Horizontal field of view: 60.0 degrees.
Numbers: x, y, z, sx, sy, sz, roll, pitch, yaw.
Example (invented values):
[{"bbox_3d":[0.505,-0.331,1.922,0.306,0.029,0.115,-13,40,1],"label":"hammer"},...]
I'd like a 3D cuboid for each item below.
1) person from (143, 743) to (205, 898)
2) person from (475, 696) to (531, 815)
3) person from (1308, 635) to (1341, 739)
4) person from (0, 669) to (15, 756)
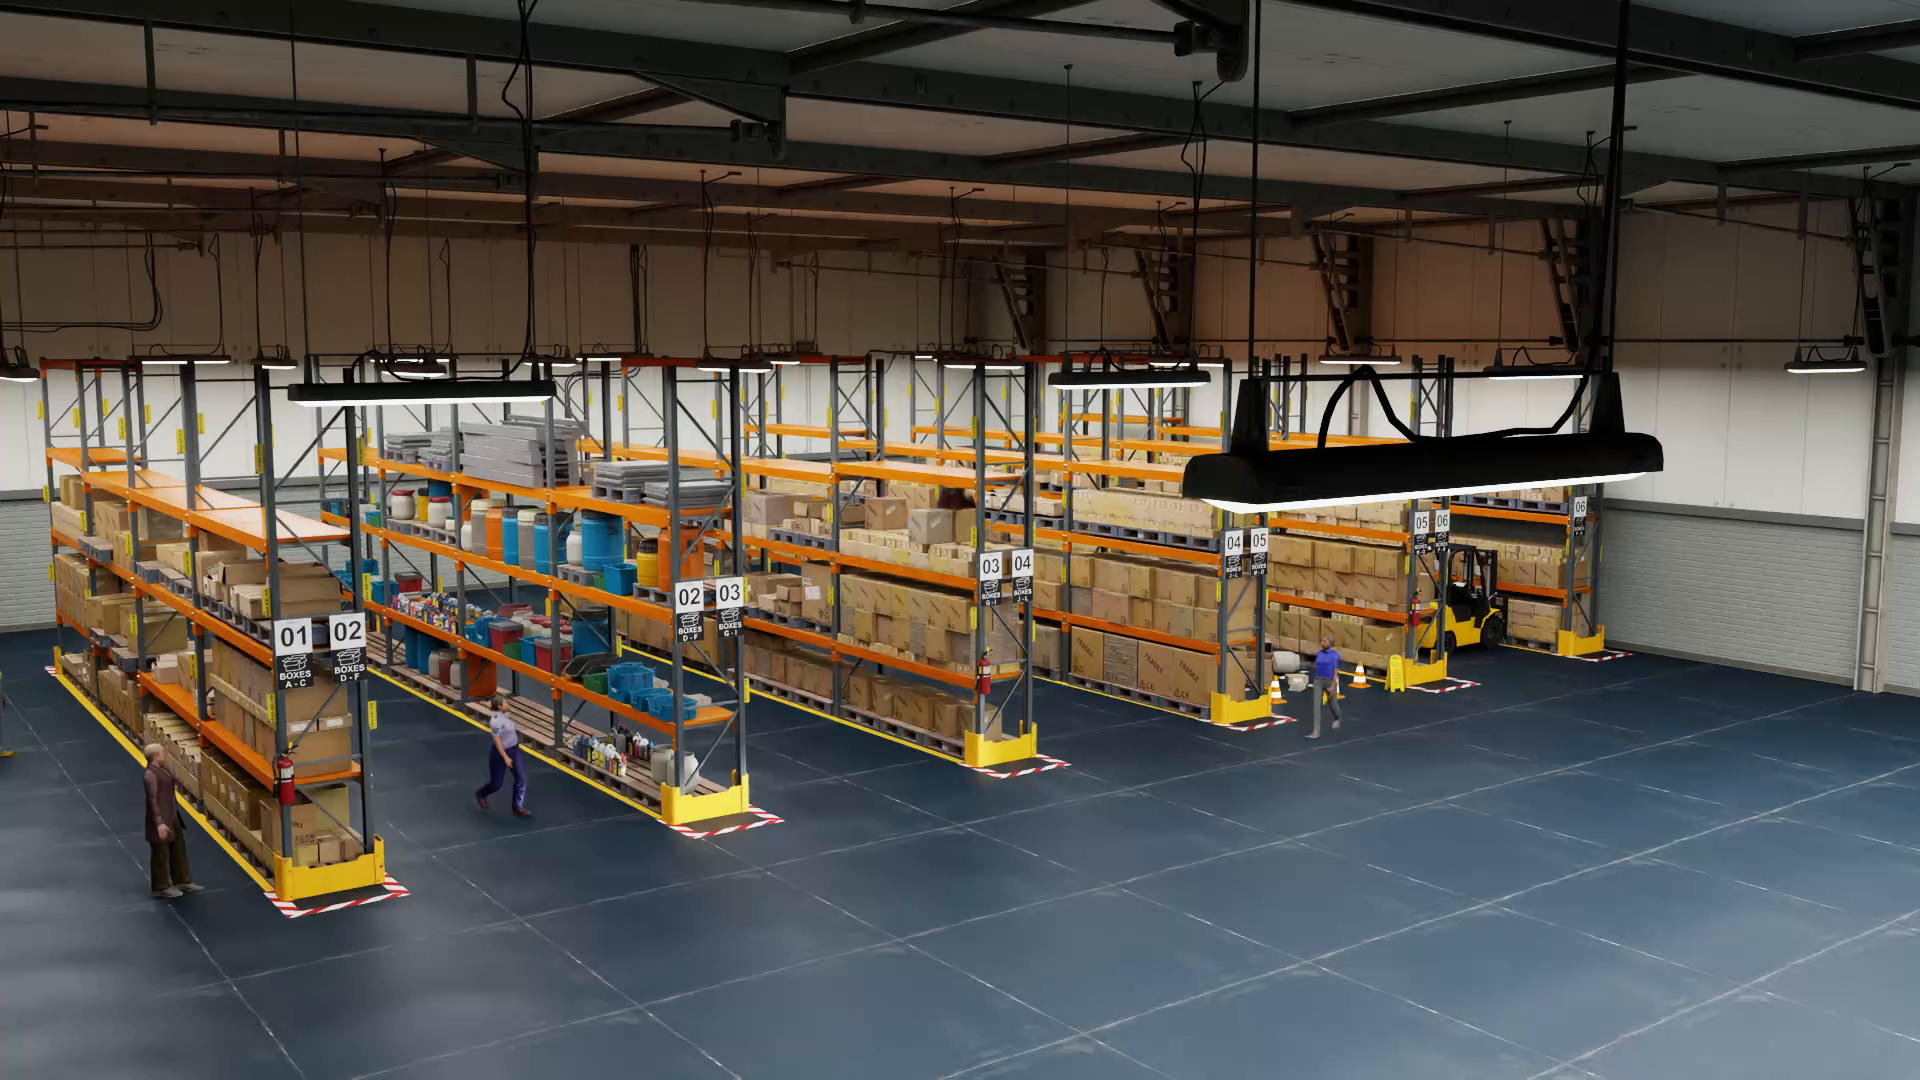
[{"bbox_3d":[-9.021,3.201,18.963,0.552,1.817,0.643,0,7,-2],"label":"person"},{"bbox_3d":[-6.130,2.869,22.233,0.846,1.582,0.467,5,9,37],"label":"person"},{"bbox_3d":[5.870,2.367,26.668,0.410,1.532,0.863,4,8,27],"label":"person"},{"bbox_3d":[-14.785,2.410,25.412,0.494,1.768,0.595,-4,8,-29],"label":"person"}]
